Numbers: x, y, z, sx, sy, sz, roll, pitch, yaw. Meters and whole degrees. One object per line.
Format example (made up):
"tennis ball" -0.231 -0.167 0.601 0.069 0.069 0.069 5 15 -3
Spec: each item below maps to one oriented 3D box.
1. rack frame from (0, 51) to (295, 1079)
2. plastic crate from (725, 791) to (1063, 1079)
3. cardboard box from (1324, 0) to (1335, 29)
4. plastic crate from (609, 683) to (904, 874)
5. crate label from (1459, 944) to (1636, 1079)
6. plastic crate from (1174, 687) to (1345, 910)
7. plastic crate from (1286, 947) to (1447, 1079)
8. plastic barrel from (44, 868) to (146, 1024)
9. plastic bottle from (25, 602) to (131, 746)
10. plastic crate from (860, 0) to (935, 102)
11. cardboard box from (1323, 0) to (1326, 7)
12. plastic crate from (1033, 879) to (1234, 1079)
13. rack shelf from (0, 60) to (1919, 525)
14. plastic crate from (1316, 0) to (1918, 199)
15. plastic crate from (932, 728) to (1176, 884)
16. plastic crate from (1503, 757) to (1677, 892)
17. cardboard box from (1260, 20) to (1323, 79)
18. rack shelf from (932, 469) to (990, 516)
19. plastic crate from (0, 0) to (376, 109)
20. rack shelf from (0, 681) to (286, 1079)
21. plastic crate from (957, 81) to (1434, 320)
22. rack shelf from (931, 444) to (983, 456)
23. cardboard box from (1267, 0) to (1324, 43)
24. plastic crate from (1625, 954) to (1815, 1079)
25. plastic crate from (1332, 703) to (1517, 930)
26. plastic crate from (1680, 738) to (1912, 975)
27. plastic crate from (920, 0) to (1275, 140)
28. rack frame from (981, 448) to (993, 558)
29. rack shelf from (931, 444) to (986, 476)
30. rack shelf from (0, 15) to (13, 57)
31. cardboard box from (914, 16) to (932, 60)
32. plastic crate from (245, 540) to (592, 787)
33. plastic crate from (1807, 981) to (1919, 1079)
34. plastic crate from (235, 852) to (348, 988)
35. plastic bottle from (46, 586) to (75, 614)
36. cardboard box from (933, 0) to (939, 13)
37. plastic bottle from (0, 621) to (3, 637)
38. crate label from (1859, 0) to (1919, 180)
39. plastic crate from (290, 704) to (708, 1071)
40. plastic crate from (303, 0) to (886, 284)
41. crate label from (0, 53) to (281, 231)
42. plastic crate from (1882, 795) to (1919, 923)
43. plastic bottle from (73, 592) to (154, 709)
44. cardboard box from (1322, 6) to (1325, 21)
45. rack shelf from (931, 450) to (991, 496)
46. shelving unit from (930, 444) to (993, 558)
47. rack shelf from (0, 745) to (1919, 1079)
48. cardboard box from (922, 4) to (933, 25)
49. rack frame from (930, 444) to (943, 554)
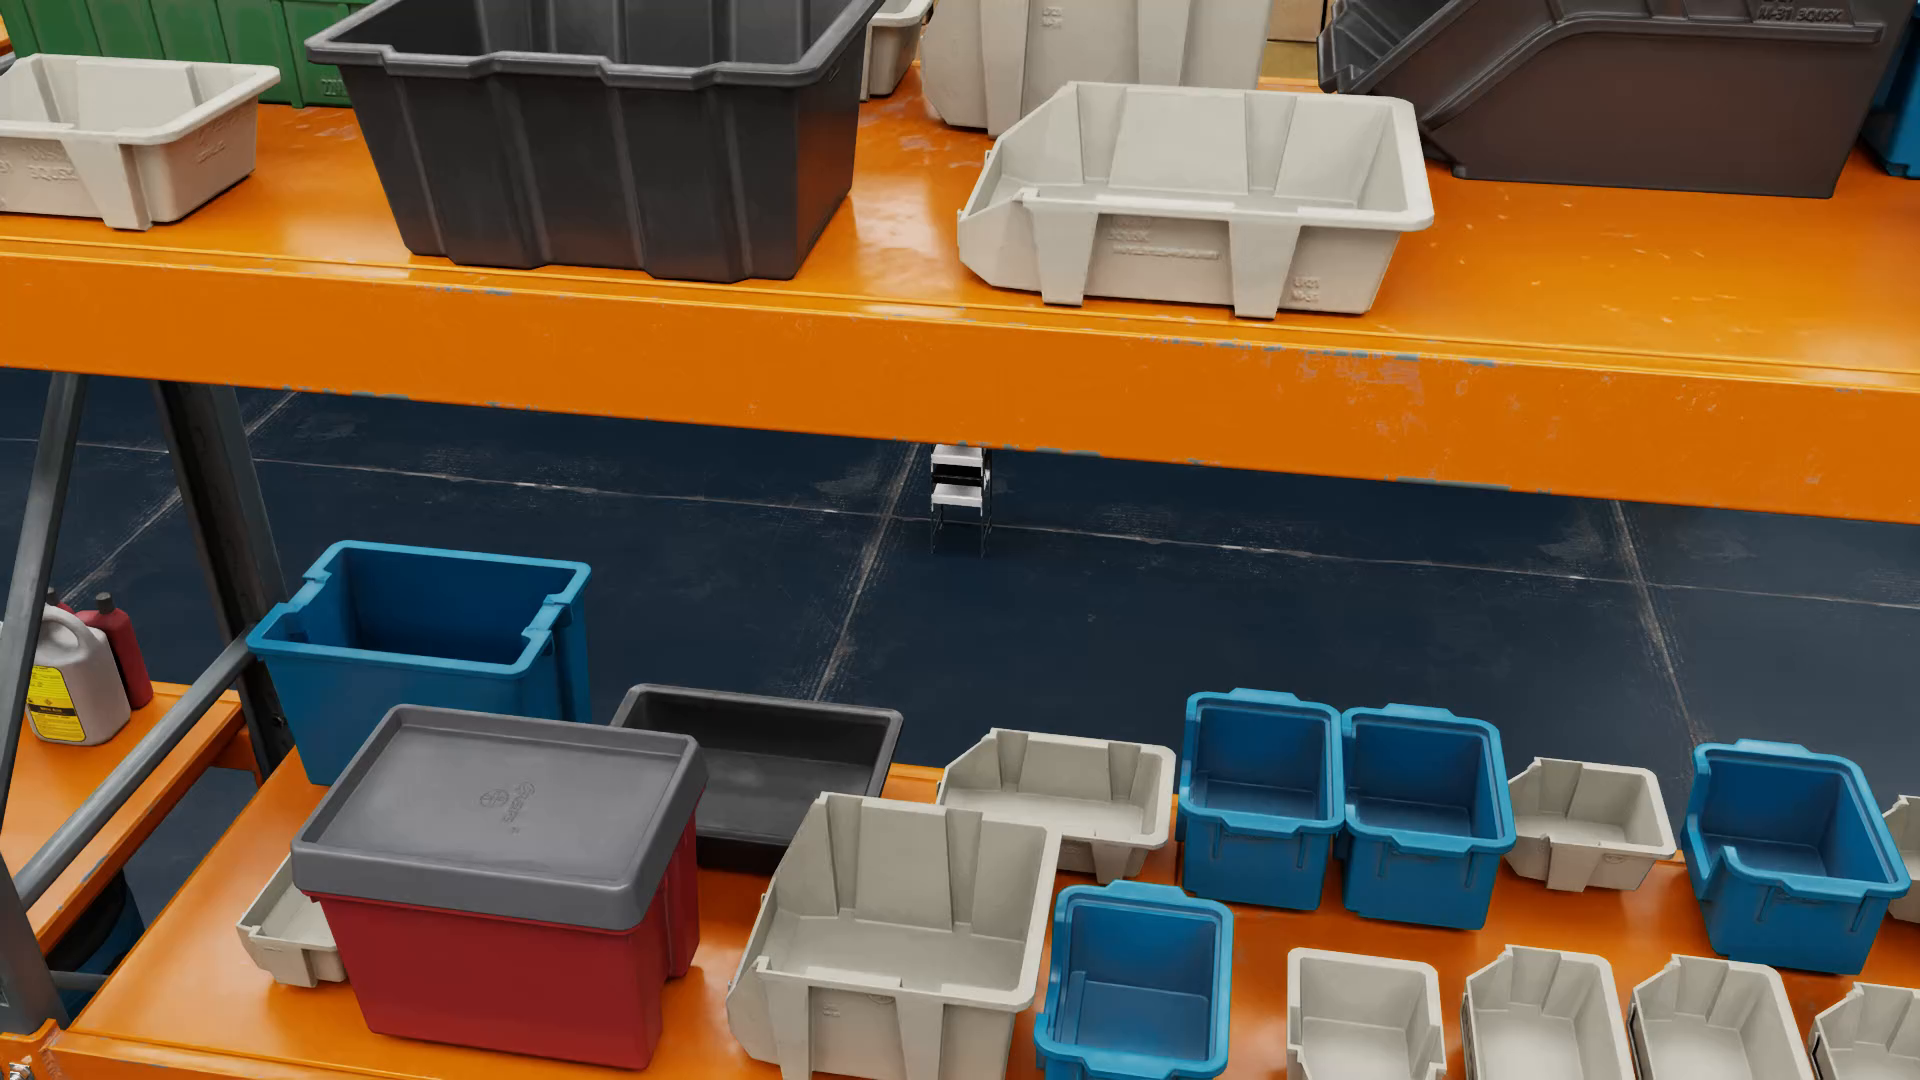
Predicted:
"rack frame" -1.589 0.445 3.211 0.053 2.616 0.949 5 32 8
"plastic crate" -0.114 0.701 2.858 0.530 0.282 0.437 5 32 8
"cardboard box" 1.697 -2.240 6.465 0.500 0.500 0.500 6 33 10
"plastic crate" -0.439 0.494 3.336 0.590 0.125 0.437 5 32 8
"crate label" 0.959 0.864 2.735 0.243 0.136 0.396 5 32 8
"plastic crate" 0.573 0.508 3.213 0.300 0.233 0.416 5 32 8
"plastic crate" 0.664 0.847 2.762 0.250 0.136 0.298 5 32 8
"plastic barrel" -2.121 1.098 3.751 0.708 0.901 0.600 5 32 8
"plastic bottle" -1.920 0.260 3.554 0.185 0.351 0.144 5 32 8
"plastic crate" -0.270 -0.801 2.625 0.466 0.136 0.293 5 32 8
"cardboard box" 1.790 -2.523 6.917 0.500 0.500 0.500 6 32 9
"plastic crate" 0.287 0.797 2.751 0.300 0.233 0.416 5 32 8
"rack shelf" 0.383 -0.344 2.324 4.000 0.370 1.077 5 32 8
"plastic crate" 0.895 -0.725 2.312 0.767 0.338 0.504 5 32 8
"plastic crate" 0.179 0.528 3.271 0.466 0.136 0.293 5 32 8
"plastic crate" 1.196 0.560 3.219 0.298 0.136 0.250 5 32 8
"cardboard box" 1.205 -1.866 6.810 0.500 0.500 0.500 5 32 8
"rack shelf" 0.008 -0.200 6.623 0.200 0.077 0.258 5 32 8
"plastic crate" -1.120 -0.858 2.666 0.662 0.188 0.450 5 32 8
"rack shelf" -3.560 0.570 3.690 4.000 0.370 1.077 5 32 8
"plastic crate" 0.276 -0.414 2.005 0.530 0.136 0.437 5 32 8
"rack shelf" 0.008 -0.429 6.480 0.200 0.077 0.258 5 32 8
"cardboard box" 1.191 -2.286 6.538 0.500 0.500 0.500 6 33 10
"plastic crate" 1.237 0.876 2.716 0.243 0.136 0.396 5 32 8
"plastic crate" 0.869 0.535 3.170 0.300 0.233 0.416 5 32 8
"plastic crate" 1.518 0.593 3.076 0.300 0.233 0.416 5 32 8
"plastic crate" 0.222 -0.780 2.453 0.530 0.282 0.437 5 32 8
"rack frame" 0.108 -0.372 6.496 0.006 0.900 0.240 5 32 8
"rack shelf" 0.008 -0.352 6.528 0.200 0.077 0.258 5 32 8
"rack shelf" -3.560 -0.701 2.894 4.000 0.370 1.077 5 32 8
"cardboard box" -0.294 -2.001 7.025 0.500 0.500 0.500 6 33 9
"plastic crate" -1.070 0.288 3.421 0.575 0.384 0.392 5 32 8
"plastic crate" 1.521 0.909 2.663 0.243 0.136 0.396 5 32 8
"plastic crate" -1.153 0.646 3.082 0.243 0.136 0.396 5 32 8
"plastic bottle" -2.009 0.225 3.673 0.133 0.283 0.061 5 32 8
"cardboard box" 0.175 -2.378 6.685 0.500 0.500 0.500 4 32 7
"plastic bottle" -2.126 0.259 3.696 0.097 0.201 0.097 0 32 0
"crate label" 1.500 -0.659 2.289 0.502 0.251 0.408 5 32 8
"plastic crate" -0.750 0.602 2.844 0.583 0.464 0.402 5 32 8
"plastic crate" -0.410 -0.518 2.047 0.590 0.269 0.497 5 32 8
"crate label" -1.154 -0.521 2.177 0.466 0.136 0.293 5 32 8
"plastic crate" 1.865 0.621 3.123 0.298 0.136 0.250 5 32 8
"plastic bottle" -1.878 0.237 3.654 0.133 0.283 0.061 5 32 8
"cardboard box" 1.795 -2.099 7.182 0.500 0.500 0.500 5 32 8
"rack shelf" 0.008 -0.276 6.576 0.200 0.077 0.258 5 32 8
"shelving unit" 0.008 -0.381 6.510 0.210 0.900 0.258 5 32 8
"rack shelf" 0.383 0.927 3.120 4.000 0.370 1.077 5 32 8
"cardboard box" -0.334 -2.424 6.758 0.500 0.500 0.500 6 33 9
"rack frame" -0.092 -0.390 6.525 0.006 0.900 0.240 5 32 8
